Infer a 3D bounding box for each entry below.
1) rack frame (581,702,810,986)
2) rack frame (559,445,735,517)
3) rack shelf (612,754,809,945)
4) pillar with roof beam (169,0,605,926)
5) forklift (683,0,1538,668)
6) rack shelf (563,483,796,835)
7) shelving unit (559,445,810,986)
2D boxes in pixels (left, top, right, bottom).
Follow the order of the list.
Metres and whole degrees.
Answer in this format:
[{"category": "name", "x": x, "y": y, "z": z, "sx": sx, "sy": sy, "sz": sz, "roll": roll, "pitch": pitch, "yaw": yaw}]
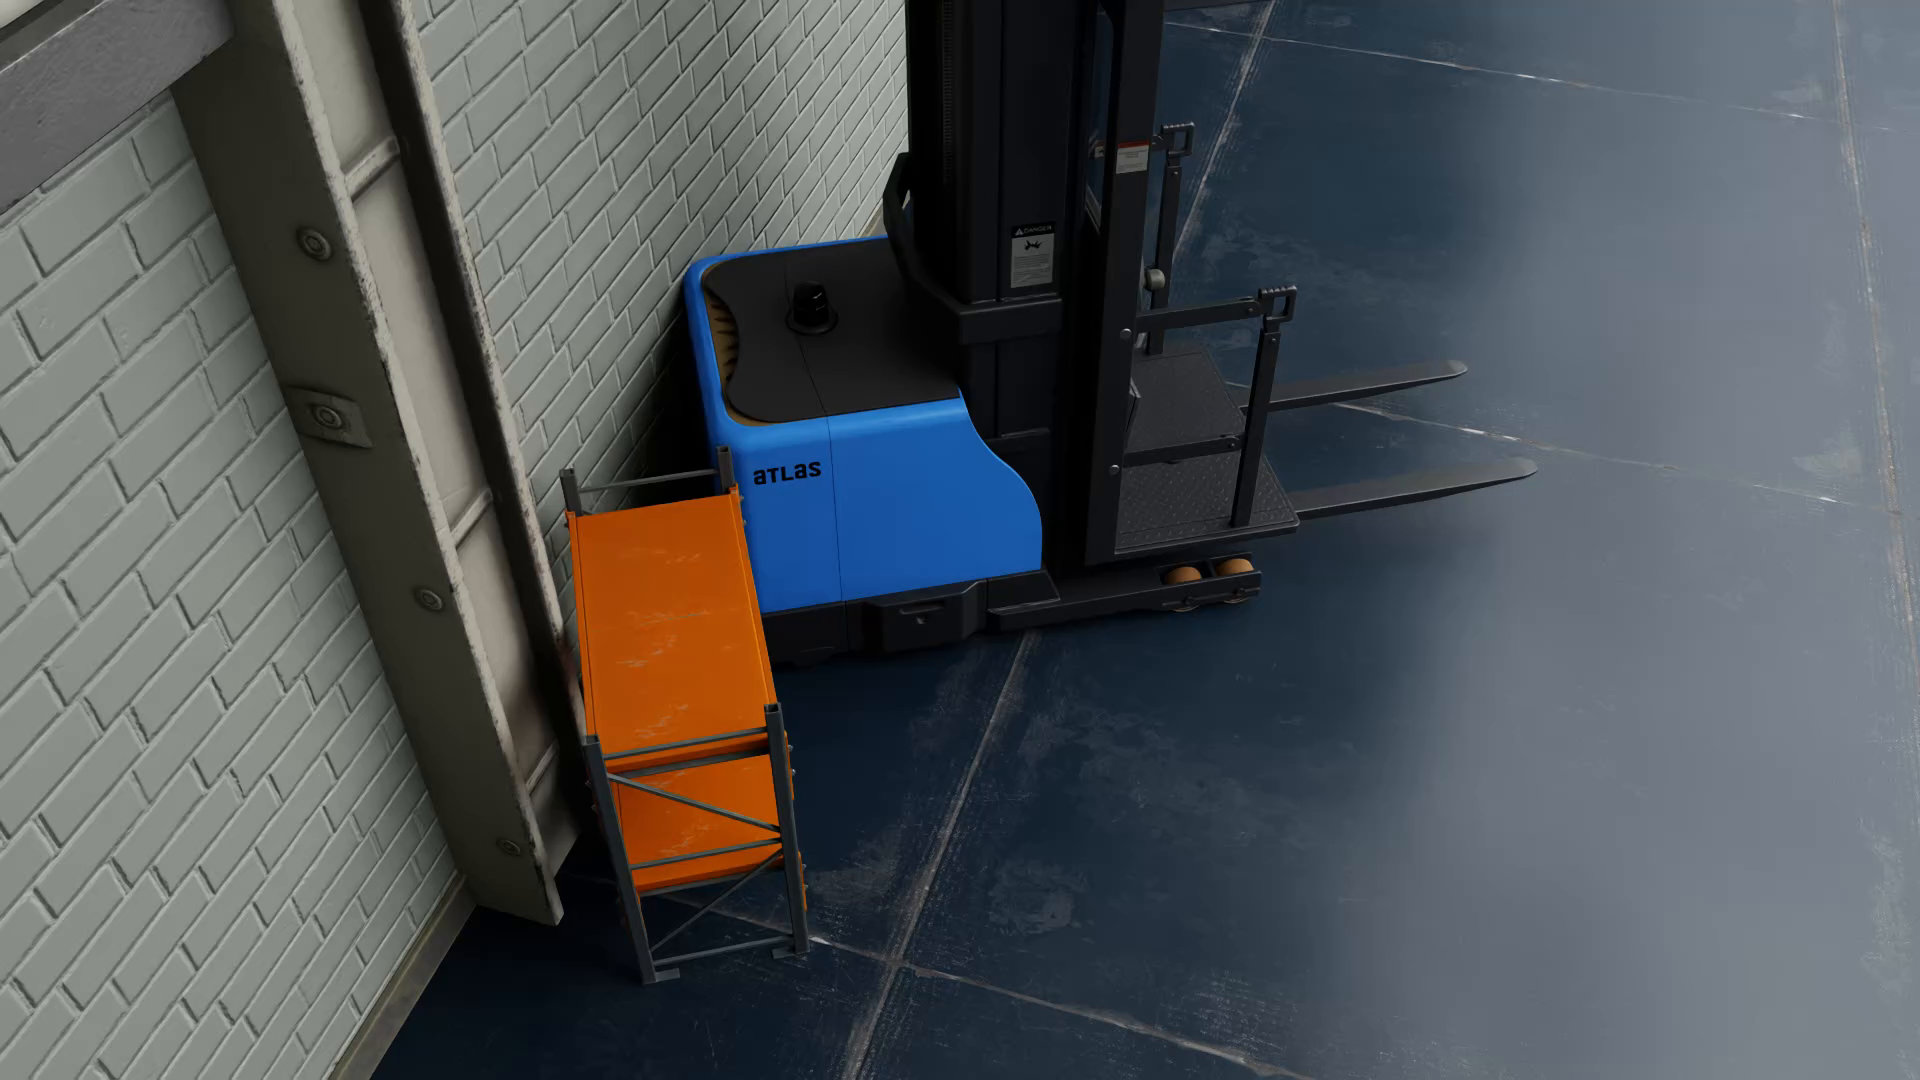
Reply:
[{"category": "rack frame", "x": -0.697, "y": 0.863, "z": 4.564, "sx": 0.500, "sy": 1.125, "sz": 0.032, "roll": -9, "pitch": 45, "yaw": -9}, {"category": "rack frame", "x": -0.923, "y": 0.170, "z": 5.272, "sx": 0.500, "sy": 1.125, "sz": 0.032, "roll": -9, "pitch": 45, "yaw": -9}, {"category": "rack shelf", "x": -0.810, "y": 0.691, "z": 5.089, "sx": 0.538, "sy": 0.278, "sz": 1.000, "roll": -9, "pitch": 45, "yaw": -9}, {"category": "pillar with roof beam", "x": 2.790, "y": -1.295, "z": 1.139, "sx": 9.100, "sy": 9.000, "sz": 0.400, "roll": 13, "pitch": 46, "yaw": 13}, {"category": "forklift", "x": 0.607, "y": -1.143, "z": 5.322, "sx": 3.031, "sy": 2.935, "sz": 1.130, "roll": -9, "pitch": 45, "yaw": -9}, {"category": "rack shelf", "x": -0.810, "y": 0.307, "z": 4.713, "sx": 0.538, "sy": 0.278, "sz": 1.000, "roll": -9, "pitch": 45, "yaw": -9}, {"category": "shelving unit", "x": -0.810, "y": 0.516, "z": 4.918, "sx": 0.538, "sy": 1.125, "sz": 1.048, "roll": -9, "pitch": 45, "yaw": -9}]
